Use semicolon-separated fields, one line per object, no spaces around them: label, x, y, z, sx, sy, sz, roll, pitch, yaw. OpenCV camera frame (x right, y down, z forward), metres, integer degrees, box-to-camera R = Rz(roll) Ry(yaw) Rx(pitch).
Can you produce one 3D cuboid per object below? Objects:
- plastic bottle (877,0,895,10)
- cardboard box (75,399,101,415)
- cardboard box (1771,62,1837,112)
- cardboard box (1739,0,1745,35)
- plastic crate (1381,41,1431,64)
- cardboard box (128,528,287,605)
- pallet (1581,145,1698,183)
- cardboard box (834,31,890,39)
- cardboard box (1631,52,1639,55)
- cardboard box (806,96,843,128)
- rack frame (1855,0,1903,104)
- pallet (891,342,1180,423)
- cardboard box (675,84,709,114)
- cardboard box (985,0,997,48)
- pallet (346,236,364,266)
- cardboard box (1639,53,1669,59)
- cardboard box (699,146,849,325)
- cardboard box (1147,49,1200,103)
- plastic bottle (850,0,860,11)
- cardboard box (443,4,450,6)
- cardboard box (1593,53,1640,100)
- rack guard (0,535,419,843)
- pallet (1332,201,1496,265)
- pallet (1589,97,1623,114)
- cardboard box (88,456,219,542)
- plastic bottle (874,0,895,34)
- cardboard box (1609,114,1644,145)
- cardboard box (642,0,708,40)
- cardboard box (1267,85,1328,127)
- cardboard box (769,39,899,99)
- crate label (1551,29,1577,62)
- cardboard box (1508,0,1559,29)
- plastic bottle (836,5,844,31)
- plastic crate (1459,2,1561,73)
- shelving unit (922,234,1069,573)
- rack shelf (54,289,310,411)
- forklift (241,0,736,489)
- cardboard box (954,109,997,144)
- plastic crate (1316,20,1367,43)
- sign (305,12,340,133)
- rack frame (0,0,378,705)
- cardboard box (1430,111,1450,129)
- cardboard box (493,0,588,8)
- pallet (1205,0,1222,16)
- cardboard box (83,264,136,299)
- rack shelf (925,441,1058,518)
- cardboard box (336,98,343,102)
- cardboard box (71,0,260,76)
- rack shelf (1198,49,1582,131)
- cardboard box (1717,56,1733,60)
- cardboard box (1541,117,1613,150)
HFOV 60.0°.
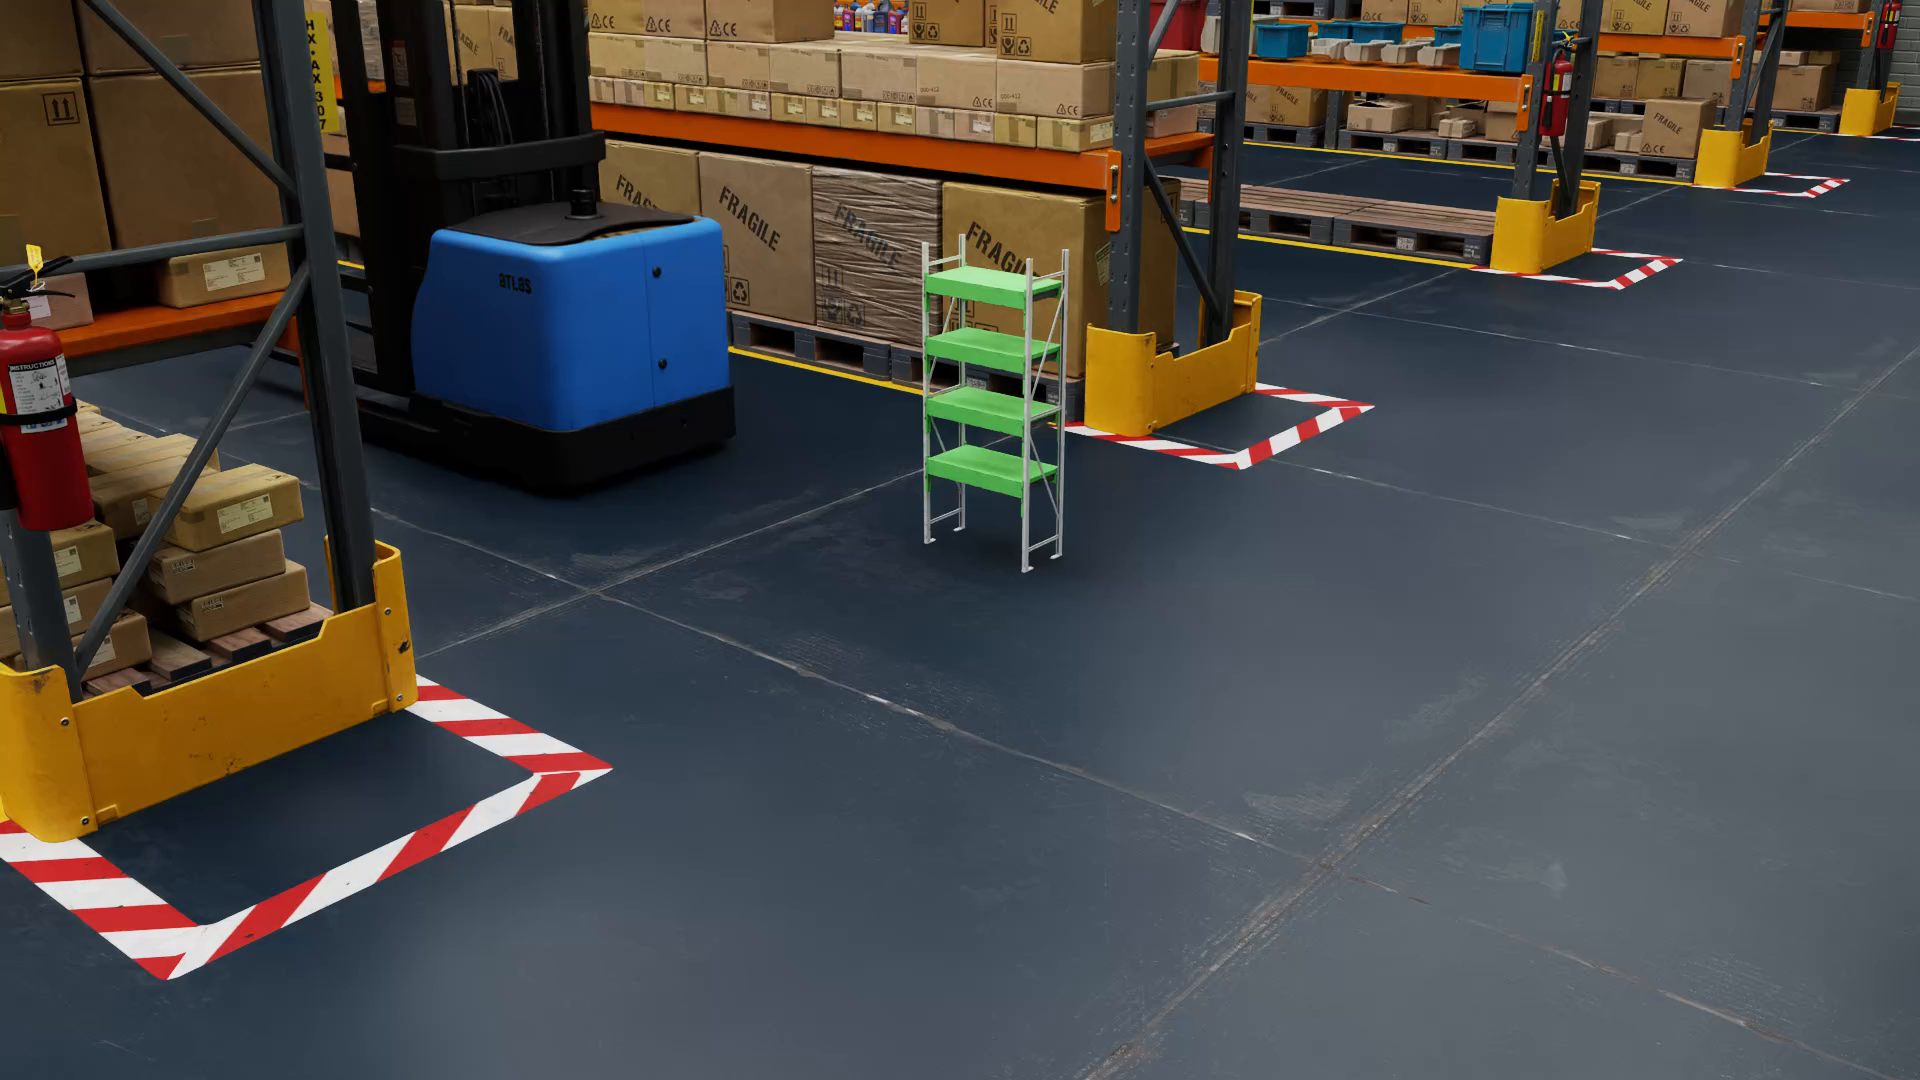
plastic bottle;-0.681;-4.745;15.071;0.185;0.351;0.144;16;26;36
cardboard box;-3.371;-0.395;6.066;0.250;0.149;0.380;17;26;37
cardboard box;9.857;-5.307;19.437;0.500;0.500;0.700;16;26;36
cardboard box;7.156;-5.014;15.572;0.500;0.500;0.500;17;26;37
plastic crate;3.236;-3.549;12.116;0.243;0.136;0.396;16;26;36
cardboard box;-2.392;0.055;5.294;0.250;0.149;0.380;17;27;38
pallet;6.656;-3.686;16.144;1.213;0.211;1.003;16;26;36
cardboard box;-0.727;-2.795;9.620;0.500;0.250;0.500;17;26;37
cardboard box;8.505;-6.090;20.595;0.250;0.149;0.380;15;25;35
cardboard box;-0.602;-2.302;8.878;0.250;0.149;0.380;17;26;37
rack frame;10.462;-6.151;18.729;0.127;3.000;1.000;16;26;36
pallet;0.397;-0.941;8.865;1.213;0.211;1.003;16;26;36
cardboard box;-1.401;-2.532;9.486;0.250;0.149;0.380;15;25;35
cardboard box;0.478;-2.801;8.574;0.500;0.500;0.500;15;26;35
pallet;-3.627;-2.100;11.939;1.213;0.211;1.003;16;26;36
cardboard box;8.432;-5.937;20.188;0.250;0.149;0.380;15;25;35
cardboard box;-0.875;-1.814;9.643;0.875;0.875;0.875;16;26;36
cardboard box;0.865;-2.339;8.411;0.500;0.250;0.500;15;25;35
plastic bottle;-1.009;-5.068;16.040;0.097;0.271;0.097;0;21;0
cardboard box;-3.356;-3.285;10.986;0.500;0.500;0.500;16;26;36
cardboard box;8.265;-5.763;20.646;0.500;0.500;0.700;16;26;36
rack guard;-2.207;0.397;4.907;0.348;0.500;1.175;16;26;36
pallet;3.584;-2.333;12.555;1.213;0.211;1.003;16;26;36
pallet;7.903;-5.548;21.081;1.213;0.211;1.003;16;26;36
cardboard box;-2.629;-0.135;5.377;0.250;0.149;0.380;17;26;37
plastic bottle;-0.673;-4.674;14.881;0.185;0.351;0.144;16;26;36
cardboard box;6.704;-4.026;16.366;0.500;0.250;0.500;16;26;36
cardboard box;-1.447;-3.113;9.399;0.500;0.500;0.500;16;26;36
cardboard box;3.671;-4.757;17.950;0.500;0.500;0.500;16;26;36
cardboard box;-0.670;-2.536;8.932;0.500;0.250;0.500;16;26;36
crate label;4.215;-3.538;11.951;0.303;0.233;0.416;16;26;36
cardboard box;5.636;-5.209;16.088;0.500;0.500;0.500;16;26;36
plastic bottle;-1.080;-4.743;15.177;0.097;0.271;0.097;0;21;0
plastic crate;3.821;-3.511;11.593;0.499;0.435;0.616;16;26;36
shelving unit;0.128;-0.524;6.359;0.503;1.200;0.258;16;26;36
rack shelf;-3.698;-0.865;5.731;4.000;0.370;1.077;16;26;36
forklift;-2.510;-1.999;7.815;3.031;2.935;1.130;16;26;36
cardboard box;0.185;-2.075;8.276;0.250;0.149;0.380;16;26;36
plastic crate;2.962;-3.899;12.908;0.300;0.233;0.416;16;26;36
sign;-1.805;-1.309;4.662;0.005;0.325;0.100;16;26;36
rack frame;-2.148;-0.756;4.421;0.127;3.000;1.000;16;26;36
cardboard box;5.183;-4.444;17.618;0.250;0.149;0.380;16;26;36
cardboard box;-2.533;-3.638;10.501;0.637;0.503;0.797;15;25;35
pallet;2.645;-6.059;18.755;1.213;0.211;1.003;16;26;36
cardboard box;-2.415;-0.846;5.015;0.250;0.149;0.380;17;27;38
rack shelf;0.128;-0.240;6.466;0.480;0.148;0.258;16;26;36
cardboard box;-4.610;-2.917;12.567;0.875;0.875;1.225;15;25;34
cardboard box;-2.328;-1.582;4.633;0.500;0.500;0.500;16;26;36
rack shelf;2.649;-3.553;12.857;4.000;0.370;1.077;16;26;36
cardboard box;9.296;-5.863;19.992;0.250;0.149;0.380;17;26;37
cardboard box;6.039;-3.990;16.270;0.500;0.250;0.500;16;26;36
